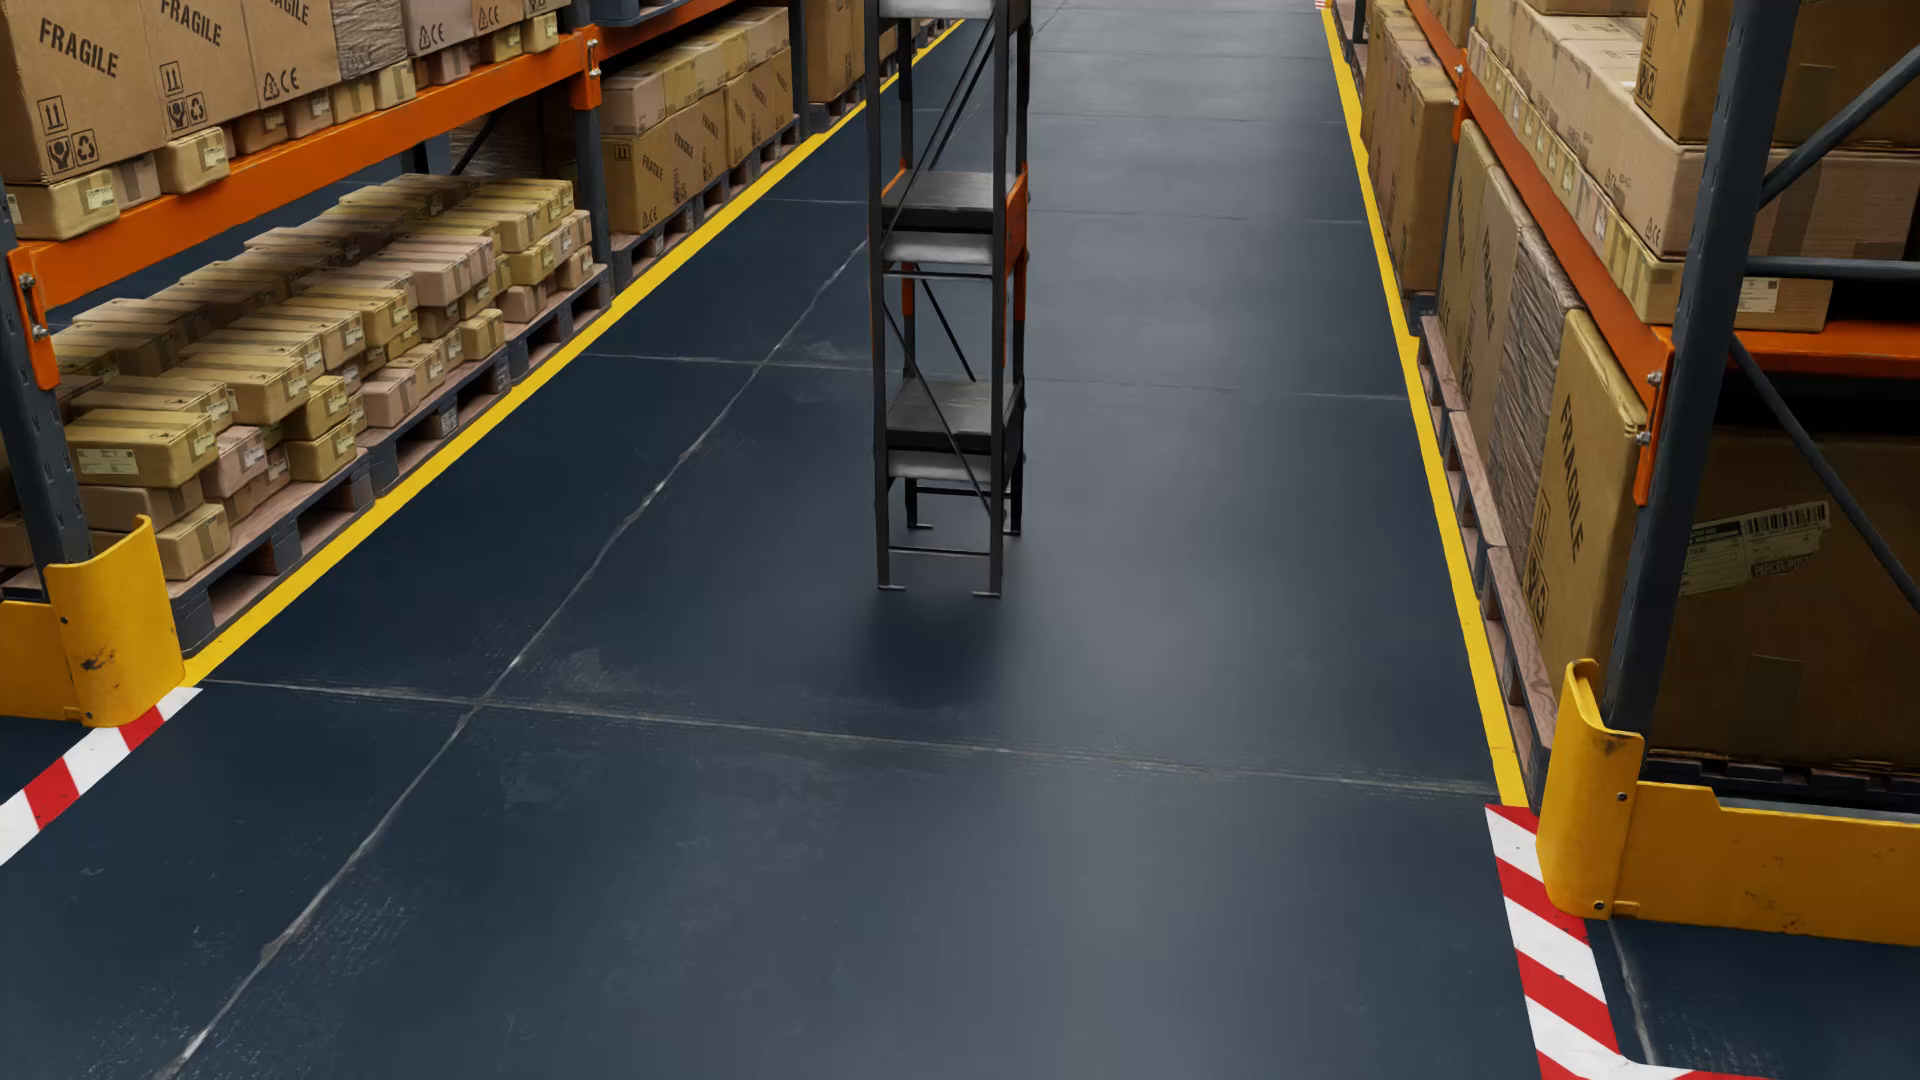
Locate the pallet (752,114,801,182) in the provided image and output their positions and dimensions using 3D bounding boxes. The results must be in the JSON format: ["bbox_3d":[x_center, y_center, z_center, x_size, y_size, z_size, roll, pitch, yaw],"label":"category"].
[{"bbox_3d":[-1.706,-2.667,11.199,1.003,0.211,1.213,4,25,9],"label":"pallet"}]

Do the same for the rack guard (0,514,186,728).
[{"bbox_3d":[-2.871,0.189,4.756,1.175,0.500,0.348,4,25,9],"label":"rack guard"}]

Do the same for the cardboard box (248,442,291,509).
[{"bbox_3d":[-2.487,-0.226,5.563,0.380,0.149,0.250,4,25,9],"label":"cardboard box"}]

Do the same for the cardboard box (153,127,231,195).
[{"bbox_3d":[-2.410,-1.128,4.918,0.380,0.149,0.250,3,25,7],"label":"cardboard box"}]

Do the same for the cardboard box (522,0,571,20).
[{"bbox_3d":[-2.031,-2.542,7.174,0.500,0.500,0.500,4,25,9],"label":"cardboard box"}]

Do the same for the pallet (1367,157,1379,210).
[{"bbox_3d":[3.097,-2.283,10.379,1.003,0.211,1.213,4,25,9],"label":"pallet"}]

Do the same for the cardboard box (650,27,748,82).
[{"bbox_3d":[-1.600,-2.927,10.033,0.500,0.250,0.500,5,25,10],"label":"cardboard box"}]

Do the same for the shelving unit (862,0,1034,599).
[{"bbox_3d":[-0.027,-0.882,5.157,0.431,2.100,0.503,4,25,9],"label":"shelving unit"}]

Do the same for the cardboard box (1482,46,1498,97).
[{"bbox_3d":[2.185,-1.763,6.275,0.380,0.149,0.250,5,26,10],"label":"cardboard box"}]

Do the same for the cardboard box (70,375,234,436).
[{"bbox_3d":[-2.537,-0.399,5.229,0.380,0.149,0.250,4,25,9],"label":"cardboard box"}]

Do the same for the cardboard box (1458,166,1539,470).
[{"bbox_3d":[2.313,-0.779,5.887,0.875,0.875,0.875,4,25,9],"label":"cardboard box"}]

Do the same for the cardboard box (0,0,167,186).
[{"bbox_3d":[-2.538,-1.260,4.434,0.500,0.500,0.500,5,26,11],"label":"cardboard box"}]

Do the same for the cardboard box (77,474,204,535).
[{"bbox_3d":[-2.545,-0.146,5.040,0.380,0.149,0.250,5,26,11],"label":"cardboard box"}]

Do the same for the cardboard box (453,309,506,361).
[{"bbox_3d":[-2.127,-0.862,6.922,0.380,0.149,0.250,4,25,8],"label":"cardboard box"}]

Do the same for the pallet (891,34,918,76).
[{"bbox_3d":[-0.975,-4.339,14.770,1.003,0.211,1.213,4,25,9],"label":"pallet"}]

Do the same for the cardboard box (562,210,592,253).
[{"bbox_3d":[-1.968,-1.464,7.856,0.380,0.149,0.250,5,25,10],"label":"cardboard box"}]

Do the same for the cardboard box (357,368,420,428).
[{"bbox_3d":[-2.263,-0.537,6.227,0.380,0.149,0.250,3,25,6],"label":"cardboard box"}]

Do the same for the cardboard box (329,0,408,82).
[{"bbox_3d":[-2.306,-1.903,5.808,0.500,0.500,0.500,3,25,7],"label":"cardboard box"}]

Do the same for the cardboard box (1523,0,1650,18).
[{"bbox_3d":[2.148,-1.998,5.423,0.500,0.500,0.500,3,25,7],"label":"cardboard box"}]

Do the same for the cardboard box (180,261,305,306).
[{"bbox_3d":[-2.772,-0.971,6.451,0.380,0.149,0.250,4,25,9],"label":"cardboard box"}]

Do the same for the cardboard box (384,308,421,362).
[{"bbox_3d":[-2.336,-0.811,6.461,0.380,0.149,0.250,5,26,11],"label":"cardboard box"}]

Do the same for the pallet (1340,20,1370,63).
[{"bbox_3d":[4.029,-4.564,15.252,1.003,0.211,1.213,4,25,9],"label":"pallet"}]

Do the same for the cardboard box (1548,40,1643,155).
[{"bbox_3d":[1.977,-1.238,4.682,0.500,0.250,0.500,3,25,7],"label":"cardboard box"}]

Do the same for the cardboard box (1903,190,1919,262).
[{"bbox_3d":[2.338,-0.774,3.691,0.500,0.250,0.500,3,25,7],"label":"cardboard box"}]

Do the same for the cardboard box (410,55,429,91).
[{"bbox_3d":[-2.259,-1.787,6.326,0.380,0.149,0.250,4,25,8],"label":"cardboard box"}]

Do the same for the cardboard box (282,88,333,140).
[{"bbox_3d":[-2.366,-1.459,5.625,0.380,0.149,0.250,4,25,7],"label":"cardboard box"}]

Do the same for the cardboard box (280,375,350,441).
[{"bbox_3d":[-2.343,-0.465,5.721,0.380,0.149,0.250,5,26,10],"label":"cardboard box"}]

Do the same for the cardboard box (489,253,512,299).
[{"bbox_3d":[-2.164,-1.138,7.160,0.380,0.149,0.250,4,25,9],"label":"cardboard box"}]

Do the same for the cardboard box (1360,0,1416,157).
[{"bbox_3d":[3.167,-2.812,10.229,1.225,0.875,0.875,3,25,6],"label":"cardboard box"}]

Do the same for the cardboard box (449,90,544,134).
[{"bbox_3d":[-2.358,-2.311,8.717,0.500,0.250,0.500,3,25,7],"label":"cardboard box"}]

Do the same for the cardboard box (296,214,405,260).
[{"bbox_3d":[-2.607,-1.292,7.137,0.380,0.149,0.250,3,25,7],"label":"cardboard box"}]

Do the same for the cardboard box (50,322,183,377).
[{"bbox_3d":[-2.928,-0.640,5.746,0.380,0.149,0.250,3,25,6],"label":"cardboard box"}]

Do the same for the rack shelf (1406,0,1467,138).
[{"bbox_3d":[2.973,-2.709,8.847,1.077,0.370,4.000,4,25,9],"label":"rack shelf"}]

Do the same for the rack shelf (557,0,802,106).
[{"bbox_3d":[-1.903,-3.094,9.671,1.077,0.370,4.000,4,25,9],"label":"rack shelf"}]

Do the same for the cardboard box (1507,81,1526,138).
[{"bbox_3d":[2.059,-1.441,5.587,0.380,0.149,0.250,4,25,9],"label":"cardboard box"}]

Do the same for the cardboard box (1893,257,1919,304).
[{"bbox_3d":[2.417,-0.644,3.884,0.380,0.149,0.250,4,25,8],"label":"cardboard box"}]

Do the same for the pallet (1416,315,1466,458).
[{"bbox_3d":[2.445,-0.622,6.831,1.003,0.211,1.213,4,25,9],"label":"pallet"}]

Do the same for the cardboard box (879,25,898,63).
[{"bbox_3d":[-1.097,-4.432,13.838,1.050,0.750,0.750,4,25,9],"label":"cardboard box"}]

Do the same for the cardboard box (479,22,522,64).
[{"bbox_3d":[-2.083,-2.111,7.019,0.380,0.149,0.250,5,26,11],"label":"cardboard box"}]

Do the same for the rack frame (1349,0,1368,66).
[{"bbox_3d":[3.954,-5.544,14.055,1.000,3.000,0.127,4,25,9],"label":"rack frame"}]

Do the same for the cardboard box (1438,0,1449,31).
[{"bbox_3d":[2.541,-2.664,7.786,0.500,0.500,0.500,5,26,10],"label":"cardboard box"}]

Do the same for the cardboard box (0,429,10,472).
[{"bbox_3d":[-3.047,-0.318,5.057,0.380,0.149,0.250,4,25,9],"label":"cardboard box"}]

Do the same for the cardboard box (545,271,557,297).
[{"bbox_3d":[-2.083,-1.192,7.627,0.380,0.149,0.250,5,25,10],"label":"cardboard box"}]

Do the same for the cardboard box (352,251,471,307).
[{"bbox_3d":[-2.172,-1.035,6.588,0.380,0.149,0.250,3,25,7],"label":"cardboard box"}]

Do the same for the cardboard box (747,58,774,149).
[{"bbox_3d":[-1.515,-2.805,10.657,0.500,0.500,0.500,5,26,11],"label":"cardboard box"}]

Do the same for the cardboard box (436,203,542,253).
[{"bbox_3d":[-2.068,-1.371,7.307,0.380,0.149,0.250,4,25,8],"label":"cardboard box"}]

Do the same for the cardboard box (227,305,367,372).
[{"bbox_3d":[-2.356,-0.720,5.915,0.380,0.149,0.250,5,26,11],"label":"cardboard box"}]

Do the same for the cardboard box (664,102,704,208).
[{"bbox_3d":[-1.763,-2.154,9.267,0.500,0.500,0.500,5,26,11],"label":"cardboard box"}]

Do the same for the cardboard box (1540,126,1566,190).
[{"bbox_3d":[1.933,-1.119,4.898,0.380,0.149,0.250,4,25,9],"label":"cardboard box"}]

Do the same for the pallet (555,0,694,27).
[{"bbox_3d":[-1.962,-2.807,8.434,1.003,0.211,1.213,4,25,9],"label":"pallet"}]

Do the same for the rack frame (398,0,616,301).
[{"bbox_3d":[-2.230,-2.584,7.732,1.000,3.000,0.127,4,25,9],"label":"rack frame"}]

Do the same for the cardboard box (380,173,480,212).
[{"bbox_3d":[-2.491,-1.623,7.844,0.380,0.149,0.250,5,26,11],"label":"cardboard box"}]

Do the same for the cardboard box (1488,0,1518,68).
[{"bbox_3d":[2.225,-1.879,6.051,0.500,0.250,0.500,4,25,8],"label":"cardboard box"}]

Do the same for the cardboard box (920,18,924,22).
[{"bbox_3d":[-0.751,-5.416,15.793,0.875,0.875,0.875,4,25,9],"label":"cardboard box"}]

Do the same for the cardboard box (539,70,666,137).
[{"bbox_3d":[-1.849,-2.272,8.635,0.500,0.250,0.500,3,25,6],"label":"cardboard box"}]

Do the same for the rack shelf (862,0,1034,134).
[{"bbox_3d":[-0.027,-1.503,4.866,0.431,0.518,0.480,4,25,9],"label":"rack shelf"}]

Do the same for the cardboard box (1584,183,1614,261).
[{"bbox_3d":[1.809,-0.797,4.211,0.380,0.149,0.250,4,25,9],"label":"cardboard box"}]

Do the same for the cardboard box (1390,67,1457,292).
[{"bbox_3d":[2.731,-1.695,7.844,1.225,0.875,0.875,4,25,9],"label":"cardboard box"}]

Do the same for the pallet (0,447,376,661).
[{"bbox_3d":[-2.704,-0.017,5.537,1.003,0.211,1.213,4,25,9],"label":"pallet"}]
